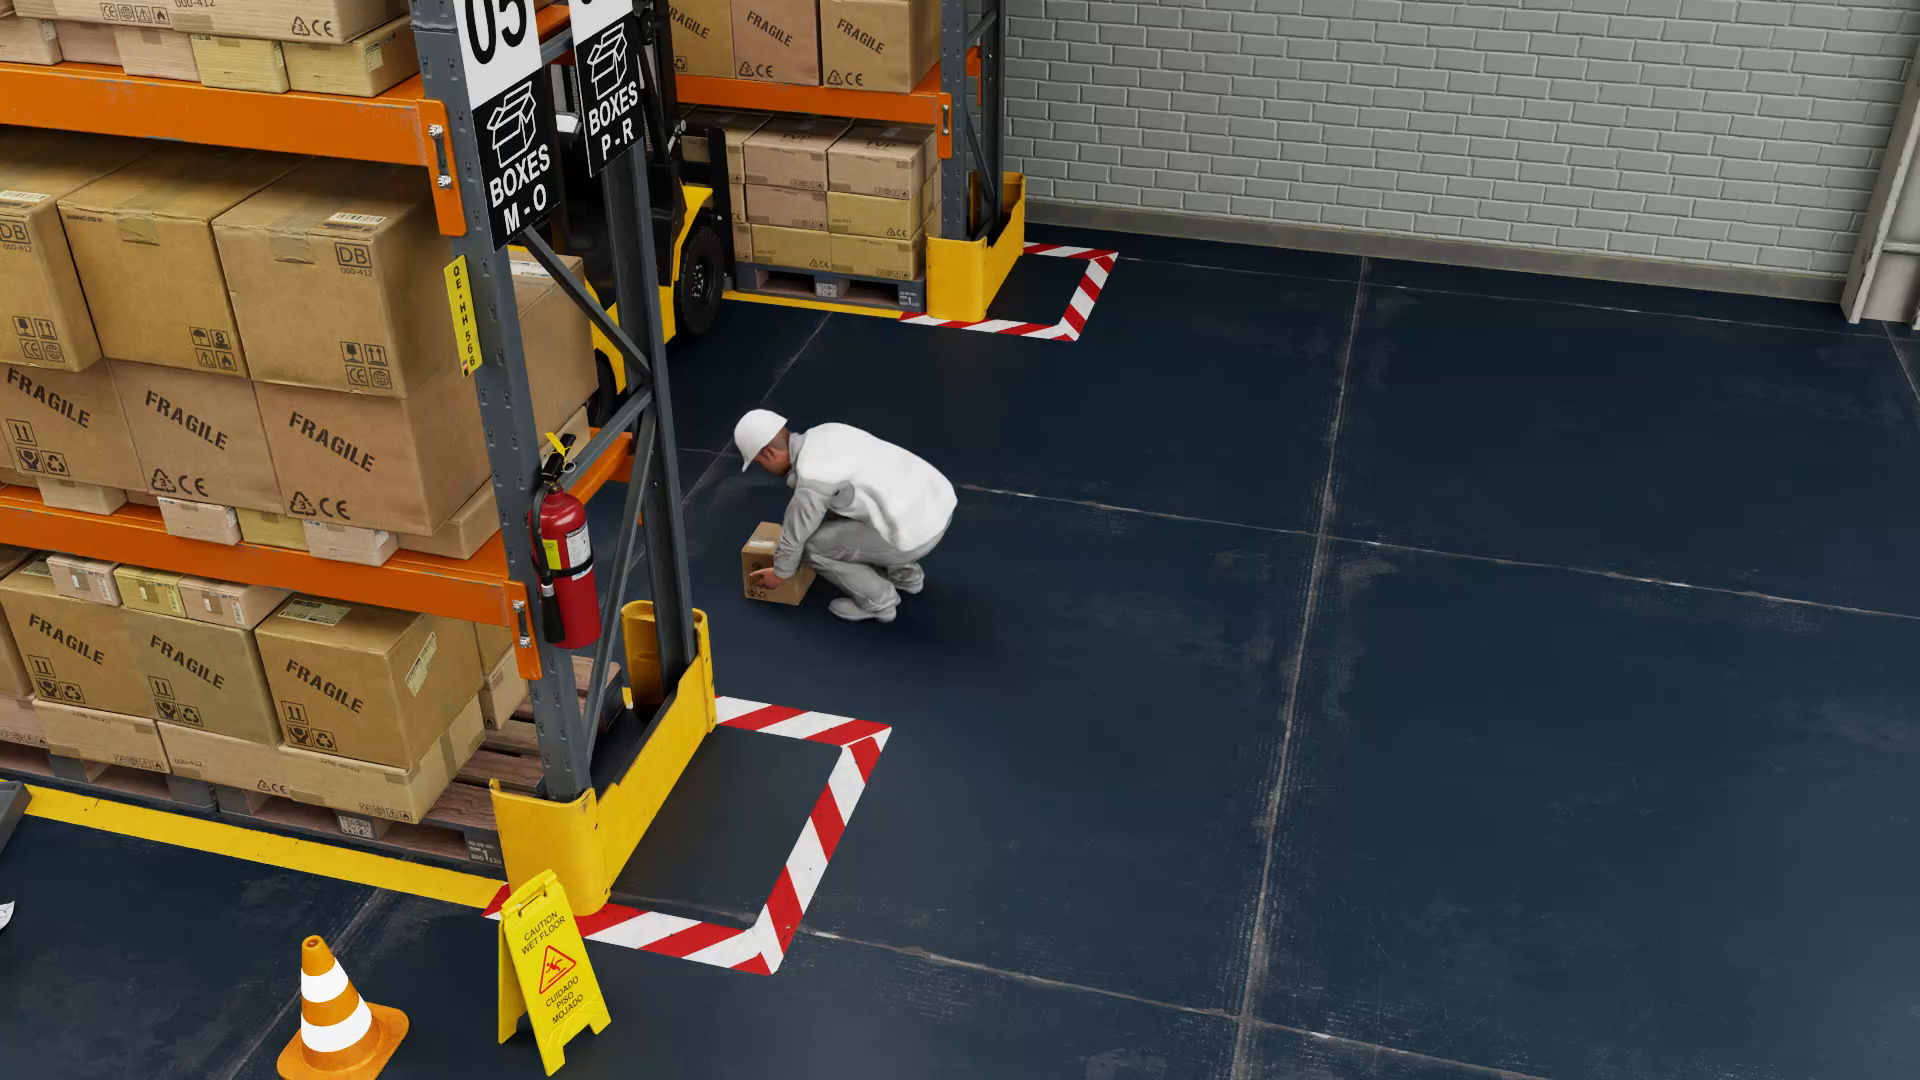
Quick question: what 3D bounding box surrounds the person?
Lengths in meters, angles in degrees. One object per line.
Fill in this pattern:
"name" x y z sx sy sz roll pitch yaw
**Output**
"person" -0.485 -0.123 7.107 0.913 0.916 0.536 8 33 12
